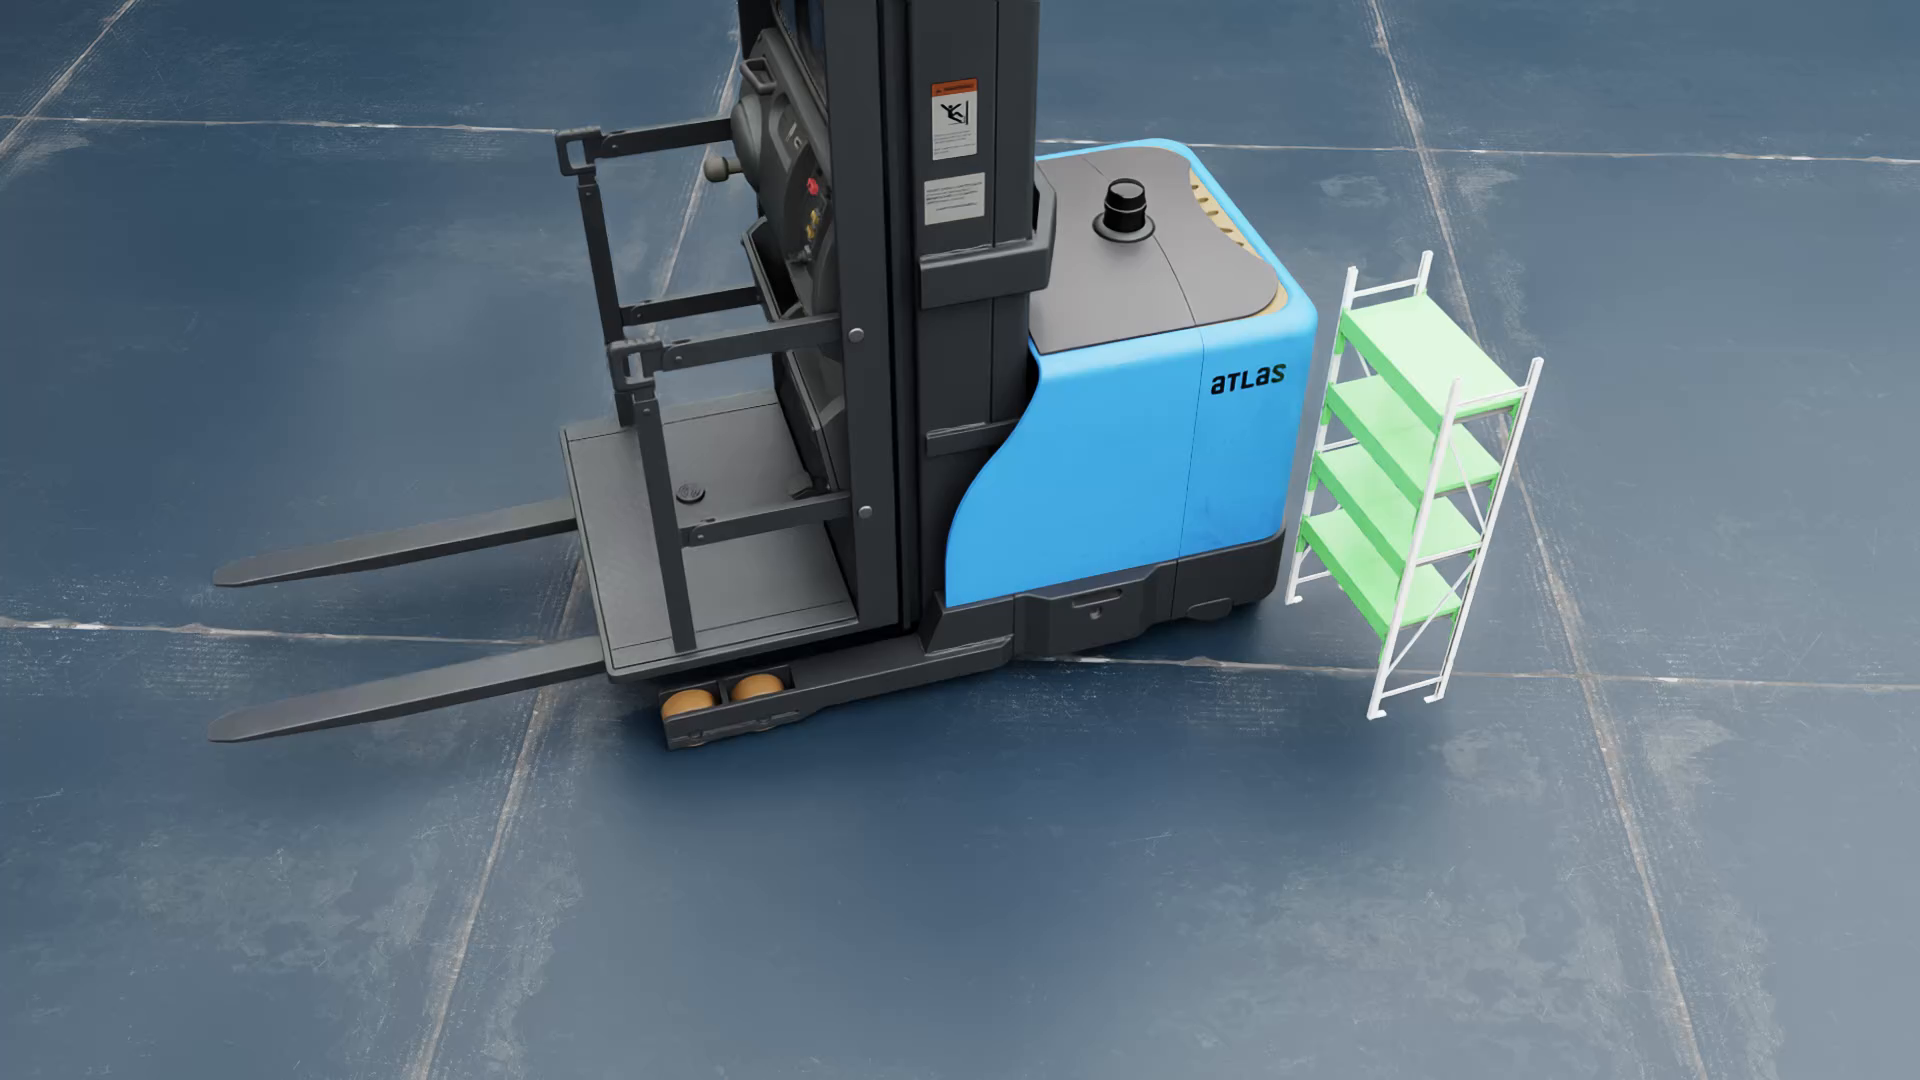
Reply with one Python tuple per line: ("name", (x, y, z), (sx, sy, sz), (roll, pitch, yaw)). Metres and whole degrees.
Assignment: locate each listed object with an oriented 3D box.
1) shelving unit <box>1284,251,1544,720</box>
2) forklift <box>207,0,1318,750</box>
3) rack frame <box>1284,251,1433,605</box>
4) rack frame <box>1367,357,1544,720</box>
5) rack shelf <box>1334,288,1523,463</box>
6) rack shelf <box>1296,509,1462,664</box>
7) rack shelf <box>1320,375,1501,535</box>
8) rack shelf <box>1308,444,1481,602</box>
("shelving unit", (1.185, -0.119, 4.497), (0.258, 1.200, 0.503), (-14, 45, -15))
("forklift", (-0.621, -0.901, 4.067), (3.031, 2.935, 1.130), (-12, 44, -12))
("rack frame", (1.102, -0.276, 4.665), (0.240, 1.200, 0.015), (-14, 45, -15))
("rack frame", (1.269, 0.037, 4.329), (0.240, 1.200, 0.015), (-14, 45, -15))
("rack shelf", (1.186, -0.424, 4.214), (0.258, 0.148, 0.480), (-14, 45, -15))
("rack shelf", (1.184, 0.103, 4.704), (0.258, 0.148, 0.480), (-14, 45, -15))
("rack shelf", (1.186, -0.248, 4.377), (0.258, 0.148, 0.480), (-14, 45, -15))
("rack shelf", (1.185, -0.073, 4.541), (0.258, 0.148, 0.480), (-14, 45, -15))
